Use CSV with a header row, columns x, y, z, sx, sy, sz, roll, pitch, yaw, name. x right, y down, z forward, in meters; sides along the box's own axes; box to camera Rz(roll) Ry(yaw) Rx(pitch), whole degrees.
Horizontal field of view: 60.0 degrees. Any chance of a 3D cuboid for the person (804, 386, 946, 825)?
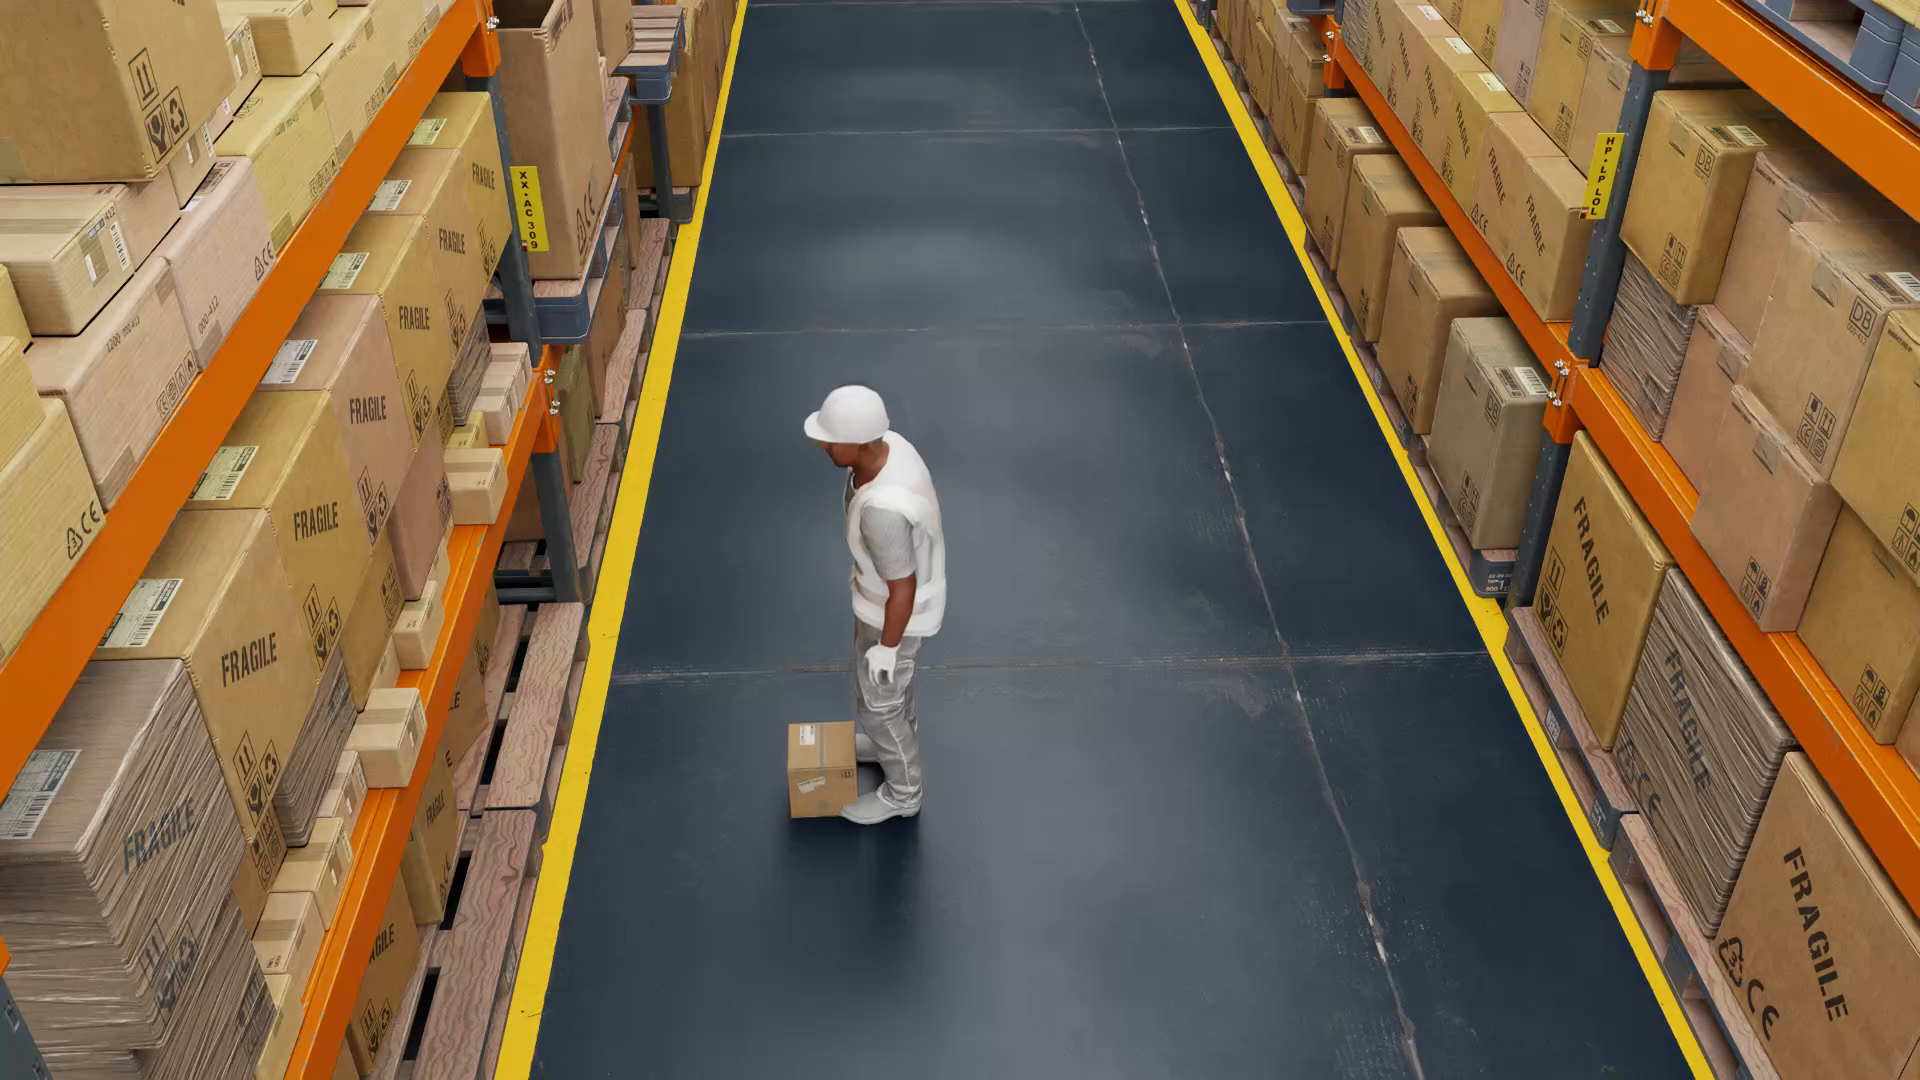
x,y,z,sx,sy,sz,roll,pitch,yaw,name
-0.279,0.224,5.816,0.452,1.772,0.616,-3,35,-4,person
